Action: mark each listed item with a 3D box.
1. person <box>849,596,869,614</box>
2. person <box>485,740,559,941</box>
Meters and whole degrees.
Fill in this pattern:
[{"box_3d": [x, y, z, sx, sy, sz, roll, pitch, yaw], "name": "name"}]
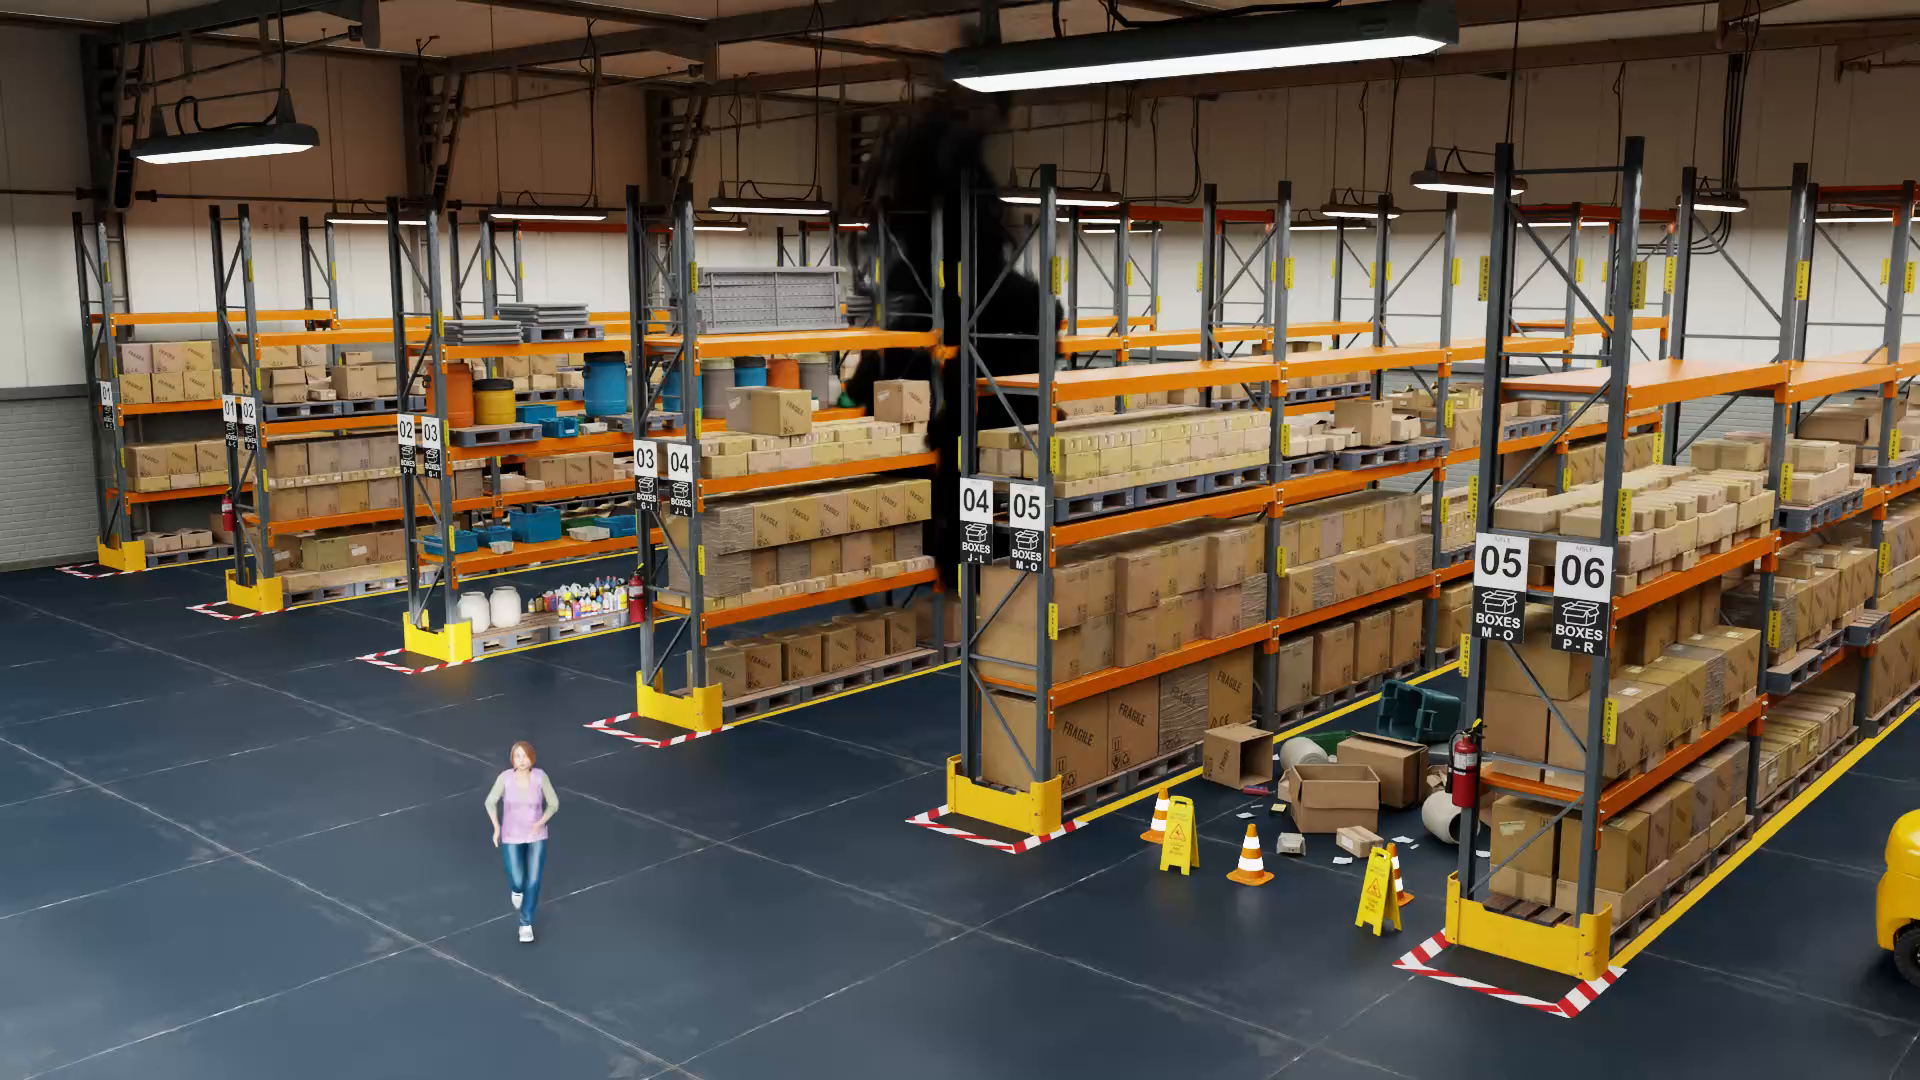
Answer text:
[{"box_3d": [-1.463, 0.538, 23.381, 0.684, 1.605, 0.754, 7, 11, 34], "name": "person"}, {"box_3d": [-3.363, 2.297, 12.830, 0.549, 1.547, 0.556, -3, 10, -17], "name": "person"}]
